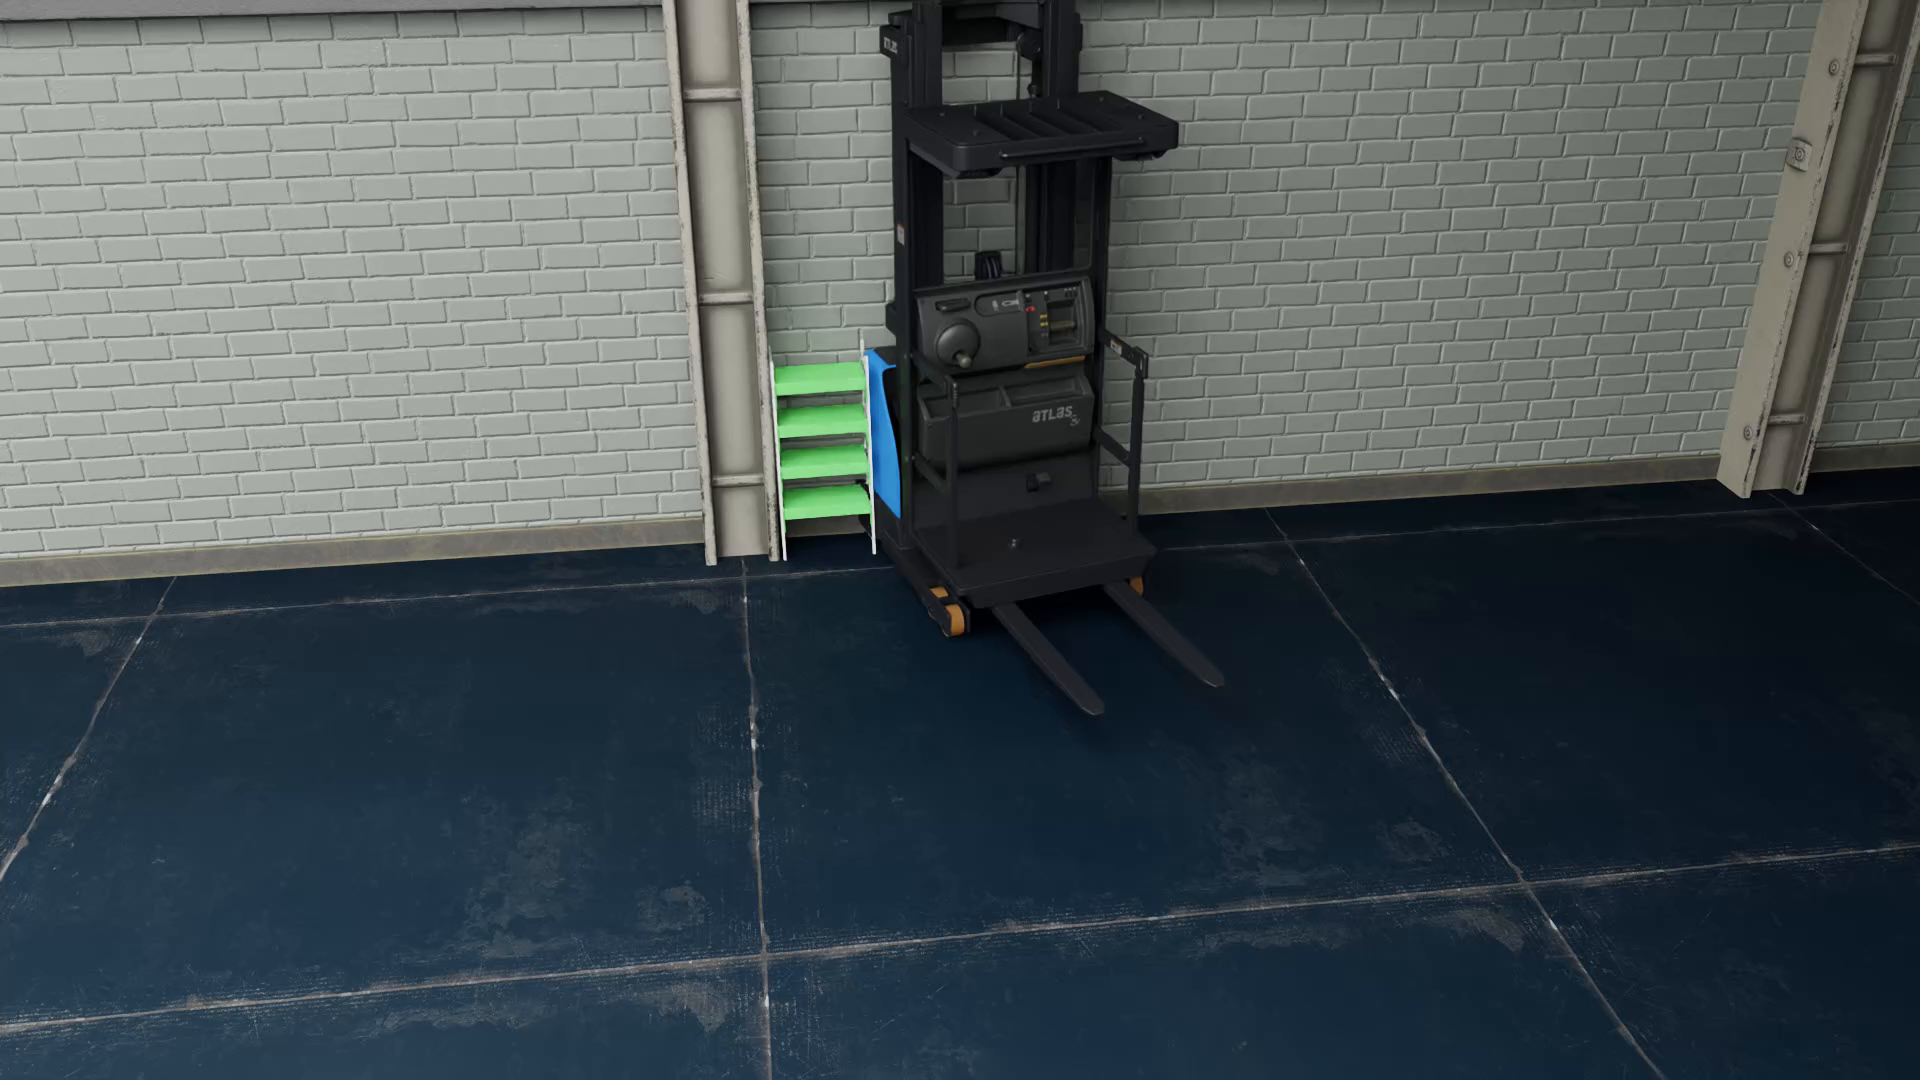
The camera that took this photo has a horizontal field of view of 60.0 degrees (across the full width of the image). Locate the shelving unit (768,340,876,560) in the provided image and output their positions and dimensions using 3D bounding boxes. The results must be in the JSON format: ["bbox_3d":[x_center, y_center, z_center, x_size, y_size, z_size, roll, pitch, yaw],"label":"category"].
[{"bbox_3d":[-0.734,-0.450,8.923,0.503,1.200,0.258,-5,28,-8],"label":"shelving unit"}]

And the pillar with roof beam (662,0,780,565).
[{"bbox_3d":[-0.595,-2.003,3.296,0.400,9.000,9.100,-4,27,-7],"label":"pillar with roof beam"}]

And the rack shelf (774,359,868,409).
[{"bbox_3d":[-0.739,-0.820,8.732,0.480,0.148,0.258,-5,28,-8],"label":"rack shelf"}]

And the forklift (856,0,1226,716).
[{"bbox_3d":[0.318,-1.038,8.062,1.130,2.935,3.031,-11,29,-20],"label":"forklift"}]

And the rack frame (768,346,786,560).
[{"bbox_3d":[-0.975,-0.430,8.891,0.015,1.200,0.240,-5,28,-8],"label":"rack frame"}]

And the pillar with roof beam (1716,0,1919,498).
[{"bbox_3d":[5.346,-2.384,4.040,0.400,9.000,9.100,-4,27,-7],"label":"pillar with roof beam"}]

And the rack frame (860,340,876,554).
[{"bbox_3d":[-0.493,-0.470,8.955,0.015,1.200,0.240,-5,28,-8],"label":"rack frame"}]

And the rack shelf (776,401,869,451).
[{"bbox_3d":[-0.736,-0.607,8.842,0.480,0.148,0.258,-5,28,-8],"label":"rack shelf"}]
